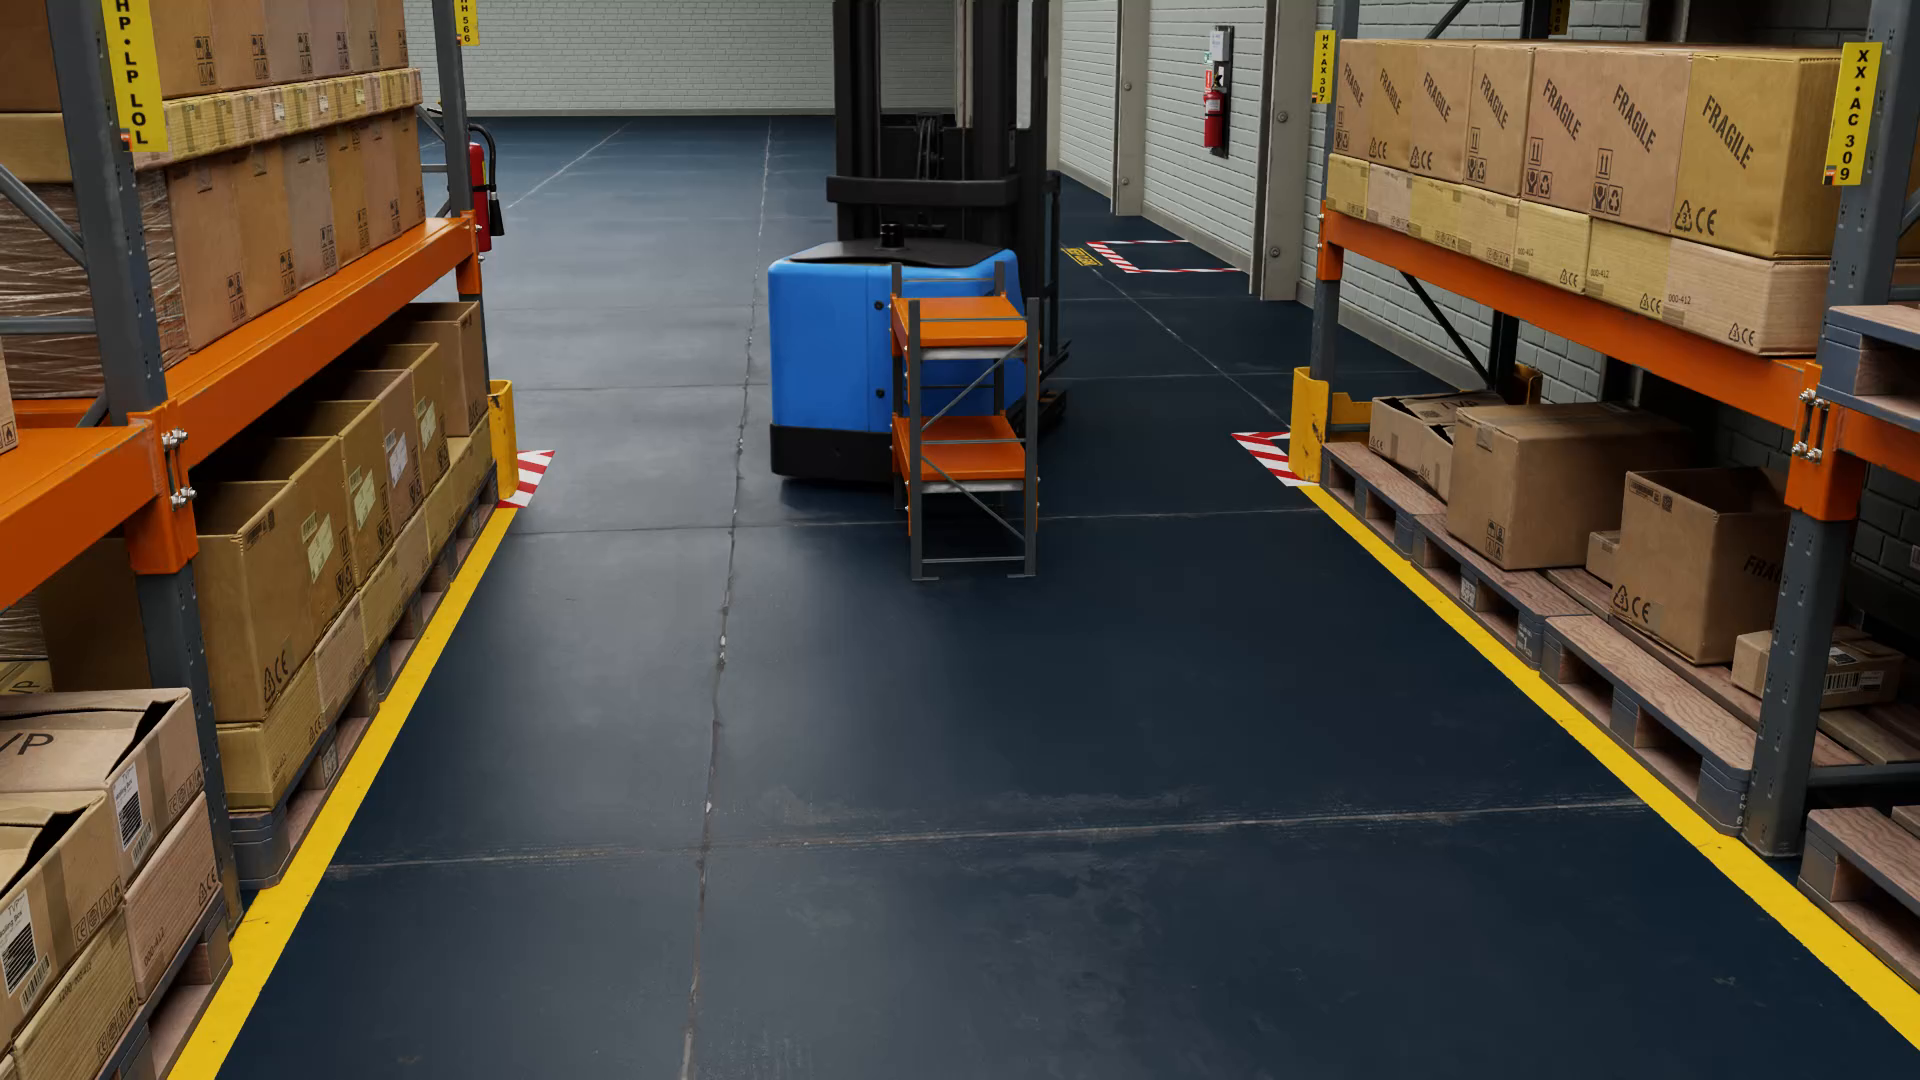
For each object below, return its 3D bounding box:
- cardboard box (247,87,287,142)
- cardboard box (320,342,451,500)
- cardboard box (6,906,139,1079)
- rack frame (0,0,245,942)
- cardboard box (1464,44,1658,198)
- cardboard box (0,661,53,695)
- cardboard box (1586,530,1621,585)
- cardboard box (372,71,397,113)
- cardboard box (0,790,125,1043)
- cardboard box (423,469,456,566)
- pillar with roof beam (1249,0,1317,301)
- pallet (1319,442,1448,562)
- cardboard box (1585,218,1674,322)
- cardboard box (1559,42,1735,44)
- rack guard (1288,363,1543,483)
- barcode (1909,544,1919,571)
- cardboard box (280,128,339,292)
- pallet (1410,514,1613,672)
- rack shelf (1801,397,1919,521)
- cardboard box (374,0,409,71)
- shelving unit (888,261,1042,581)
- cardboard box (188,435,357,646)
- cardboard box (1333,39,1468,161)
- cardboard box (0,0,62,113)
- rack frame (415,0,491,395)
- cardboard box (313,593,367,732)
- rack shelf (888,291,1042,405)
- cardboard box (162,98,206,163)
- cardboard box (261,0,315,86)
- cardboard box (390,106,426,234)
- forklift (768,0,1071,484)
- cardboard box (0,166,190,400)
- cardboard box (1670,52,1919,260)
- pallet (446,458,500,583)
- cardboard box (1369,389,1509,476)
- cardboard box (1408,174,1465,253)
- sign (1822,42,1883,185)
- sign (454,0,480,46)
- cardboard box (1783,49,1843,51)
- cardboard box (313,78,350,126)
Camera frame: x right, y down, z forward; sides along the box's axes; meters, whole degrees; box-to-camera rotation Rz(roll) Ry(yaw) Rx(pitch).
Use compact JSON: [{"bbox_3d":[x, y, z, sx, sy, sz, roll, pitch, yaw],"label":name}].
[{"bbox_3d":[-2.257,-1.280,4.997,0.380,0.149,0.250,-2,18,-7],"label":"cardboard box"},{"bbox_3d":[-2.229,-0.443,6.218,0.500,0.500,0.500,-2,18,-6],"label":"cardboard box"},{"bbox_3d":[-1.904,0.924,3.116,0.500,0.250,0.500,-2,18,-6],"label":"cardboard box"},{"bbox_3d":[-2.285,-0.453,3.612,1.000,3.000,0.127,-2,18,-6],"label":"rack frame"},{"bbox_3d":[2.133,-1.488,5.874,0.500,0.500,0.500,-1,17,-4],"label":"cardboard box"},{"bbox_3d":[-2.550,0.527,4.380,0.500,0.250,0.500,-2,18,-6],"label":"cardboard box"},{"bbox_3d":[2.497,0.066,5.984,0.380,0.149,0.250,-3,18,-10],"label":"cardboard box"},{"bbox_3d":[-2.414,-1.740,6.461,0.380,0.149,0.250,-2,18,-6],"label":"cardboard box"},{"bbox_3d":[-1.898,0.658,3.028,0.500,0.311,0.500,-1,17,-4],"label":"cardboard box"},{"bbox_3d":[-2.232,-0.085,6.330,0.500,0.250,0.500,-2,18,-6],"label":"cardboard box"},{"bbox_3d":[-1.739,-6.134,11.692,9.100,9.000,0.400,-2,18,-6],"label":"pillar with roof beam"},{"bbox_3d":[2.286,-0.203,7.470,1.003,0.211,1.213,-2,18,-6],"label":"pallet"},{"bbox_3d":[2.248,-0.826,5.016,0.500,0.250,0.500,-2,18,-5],"label":"cardboard box"},{"bbox_3d":[2.589,-1.657,6.411,0.500,0.500,0.500,-2,18,-7],"label":"cardboard box"},{"bbox_3d":[2.237,-0.584,8.202,1.175,0.500,0.348,-2,18,-6],"label":"rack guard"},{"bbox_3d":[2.825,0.055,4.900,0.001,0.075,0.075,-2,18,-6],"label":"barcode"},{"bbox_3d":[-2.500,-1.092,5.480,0.700,0.500,0.500,-1,17,-4],"label":"cardboard box"},{"bbox_3d":[2.408,0.160,6.315,1.003,0.211,1.213,-2,18,-6],"label":"pallet"},{"bbox_3d":[2.848,0.332,2.313,1.077,0.370,4.000,-2,18,-6],"label":"rack shelf"},{"bbox_3d":[-2.657,-2.156,6.704,0.700,0.500,0.500,-2,18,-5],"label":"cardboard box"},{"bbox_3d":[0.001,-0.535,7.002,0.538,1.125,1.048,-2,18,-6],"label":"shelving unit"},{"bbox_3d":[-2.081,0.004,4.793,0.500,0.500,0.500,-2,18,-6],"label":"cardboard box"},{"bbox_3d":[1.979,-1.943,7.324,0.500,0.500,0.500,-2,18,-6],"label":"cardboard box"},{"bbox_3d":[-2.337,-1.252,3.823,0.700,0.500,0.500,-2,18,-5],"label":"cardboard box"},{"bbox_3d":[-2.698,-1.645,7.408,1.000,3.000,0.127,-2,18,-6],"label":"rack frame"},{"bbox_3d":[-2.078,0.362,4.906,0.500,0.250,0.500,-2,18,-6],"label":"cardboard box"},{"bbox_3d":[0.001,-0.814,6.915,0.538,0.278,1.000,-2,18,-6],"label":"rack shelf"},{"bbox_3d":[-2.175,-1.048,4.257,0.380,0.149,0.250,-2,18,-7],"label":"cardboard box"},{"bbox_3d":[-2.493,-1.700,5.252,0.700,0.500,0.500,-2,18,-6],"label":"cardboard box"},{"bbox_3d":[-2.662,-1.553,6.949,0.700,0.500,0.500,-2,18,-6],"label":"cardboard box"},{"bbox_3d":[-0.029,-2.040,8.782,1.130,2.935,3.031,5,18,14],"label":"forklift"},{"bbox_3d":[-2.337,-0.633,4.018,0.700,0.500,0.500,-2,18,-7],"label":"cardboard box"},{"bbox_3d":[2.285,-1.034,4.429,0.500,0.500,0.500,-2,18,-6],"label":"cardboard box"},{"bbox_3d":[-2.577,-0.088,7.104,1.003,0.211,1.213,-2,18,-6],"label":"pallet"},{"bbox_3d":[2.211,-0.517,7.571,0.500,0.311,0.500,-4,18,-12],"label":"cardboard box"},{"bbox_3d":[2.078,-1.275,6.449,0.500,0.250,0.500,-2,18,-7],"label":"cardboard box"},{"bbox_3d":[2.103,-1.001,3.913,0.100,0.325,0.005,-2,18,-6],"label":"sign"},{"bbox_3d":[-2.157,-2.323,7.239,0.100,0.325,0.005,-2,18,-6],"label":"sign"},{"bbox_3d":[2.751,-1.204,4.968,0.500,0.500,0.500,-2,18,-6],"label":"cardboard box"},{"bbox_3d":[-2.334,-1.508,5.724,0.380,0.149,0.250,-1,17,-4],"label":"cardboard box"}]
